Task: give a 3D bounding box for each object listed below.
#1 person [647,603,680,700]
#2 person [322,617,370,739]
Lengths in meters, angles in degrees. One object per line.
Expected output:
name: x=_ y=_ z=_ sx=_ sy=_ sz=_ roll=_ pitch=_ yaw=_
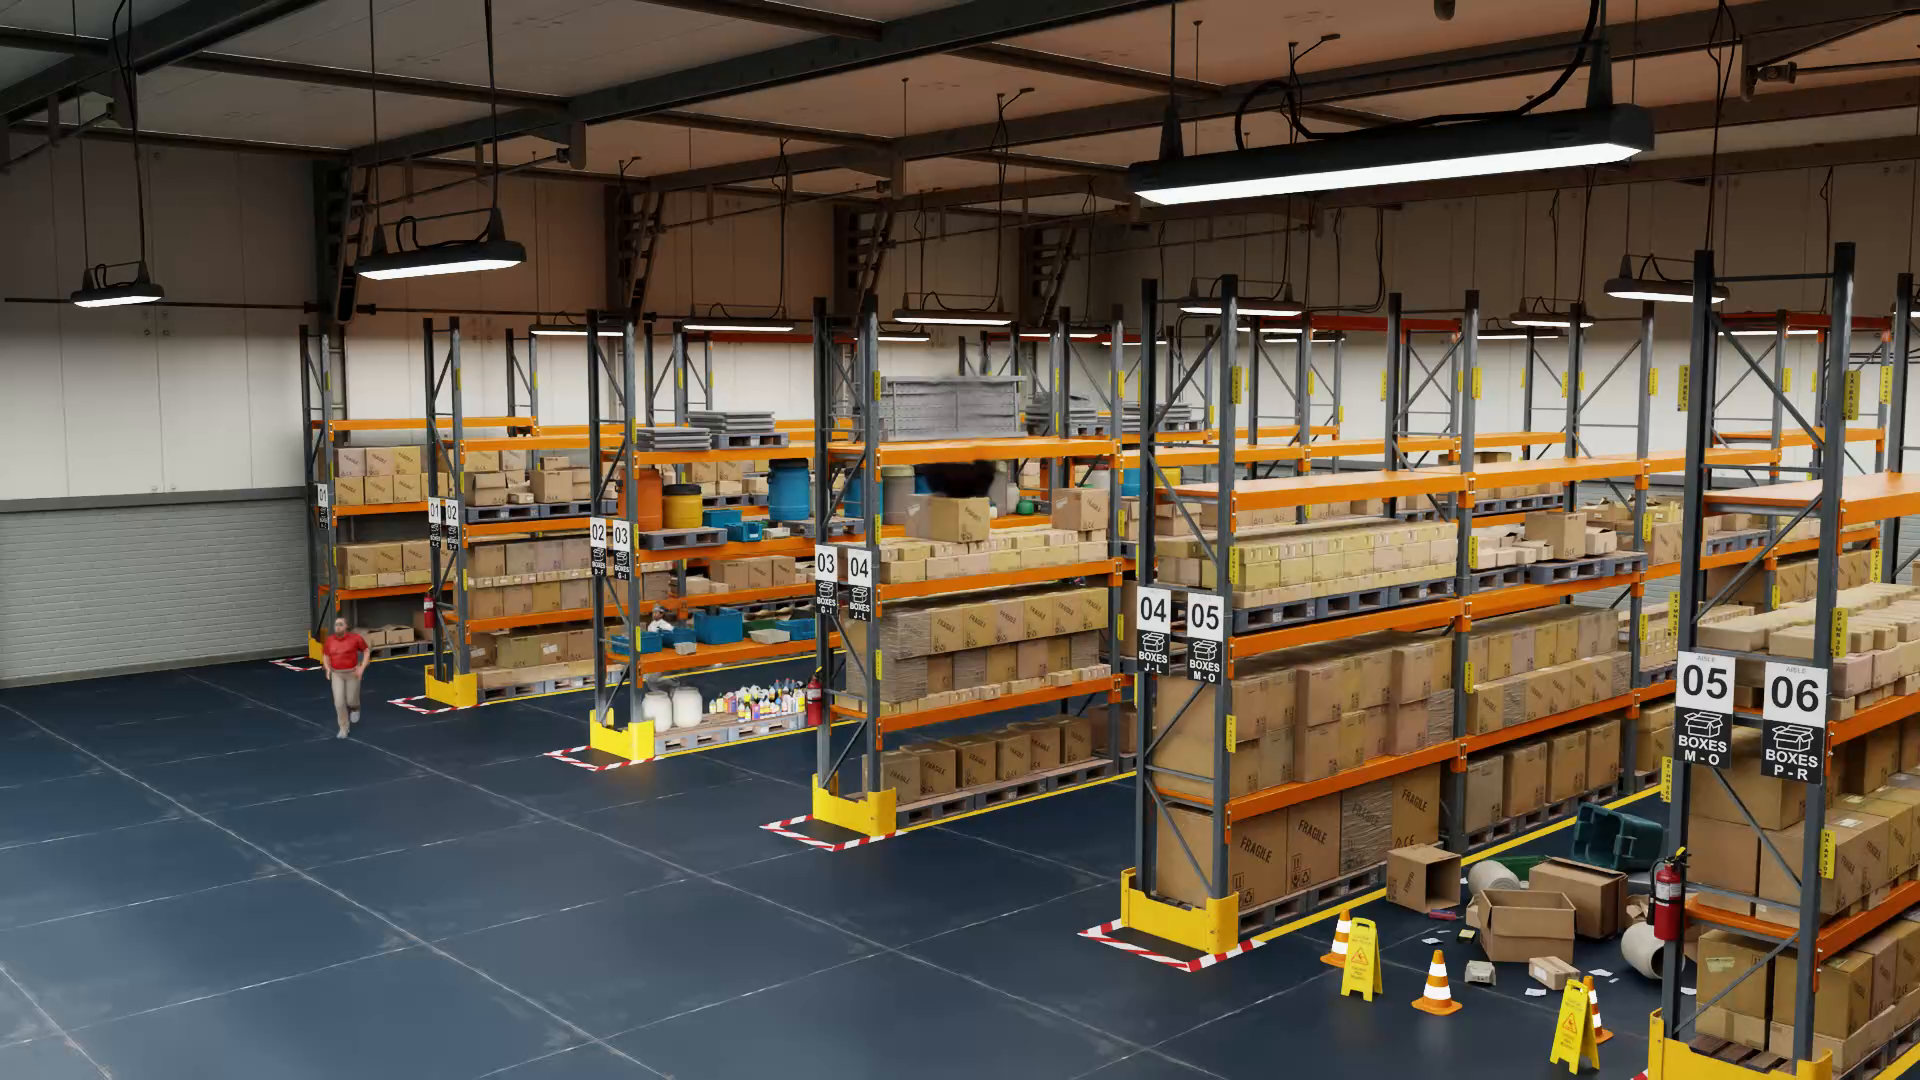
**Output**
person: x=-4.607 y=1.782 z=25.504 sx=0.616 sy=1.655 sz=0.554 roll=5 pitch=8 yaw=40
person: x=-8.750 y=1.941 z=23.744 sx=0.660 sy=1.719 sz=0.675 roll=-1 pitch=6 yaw=-6
